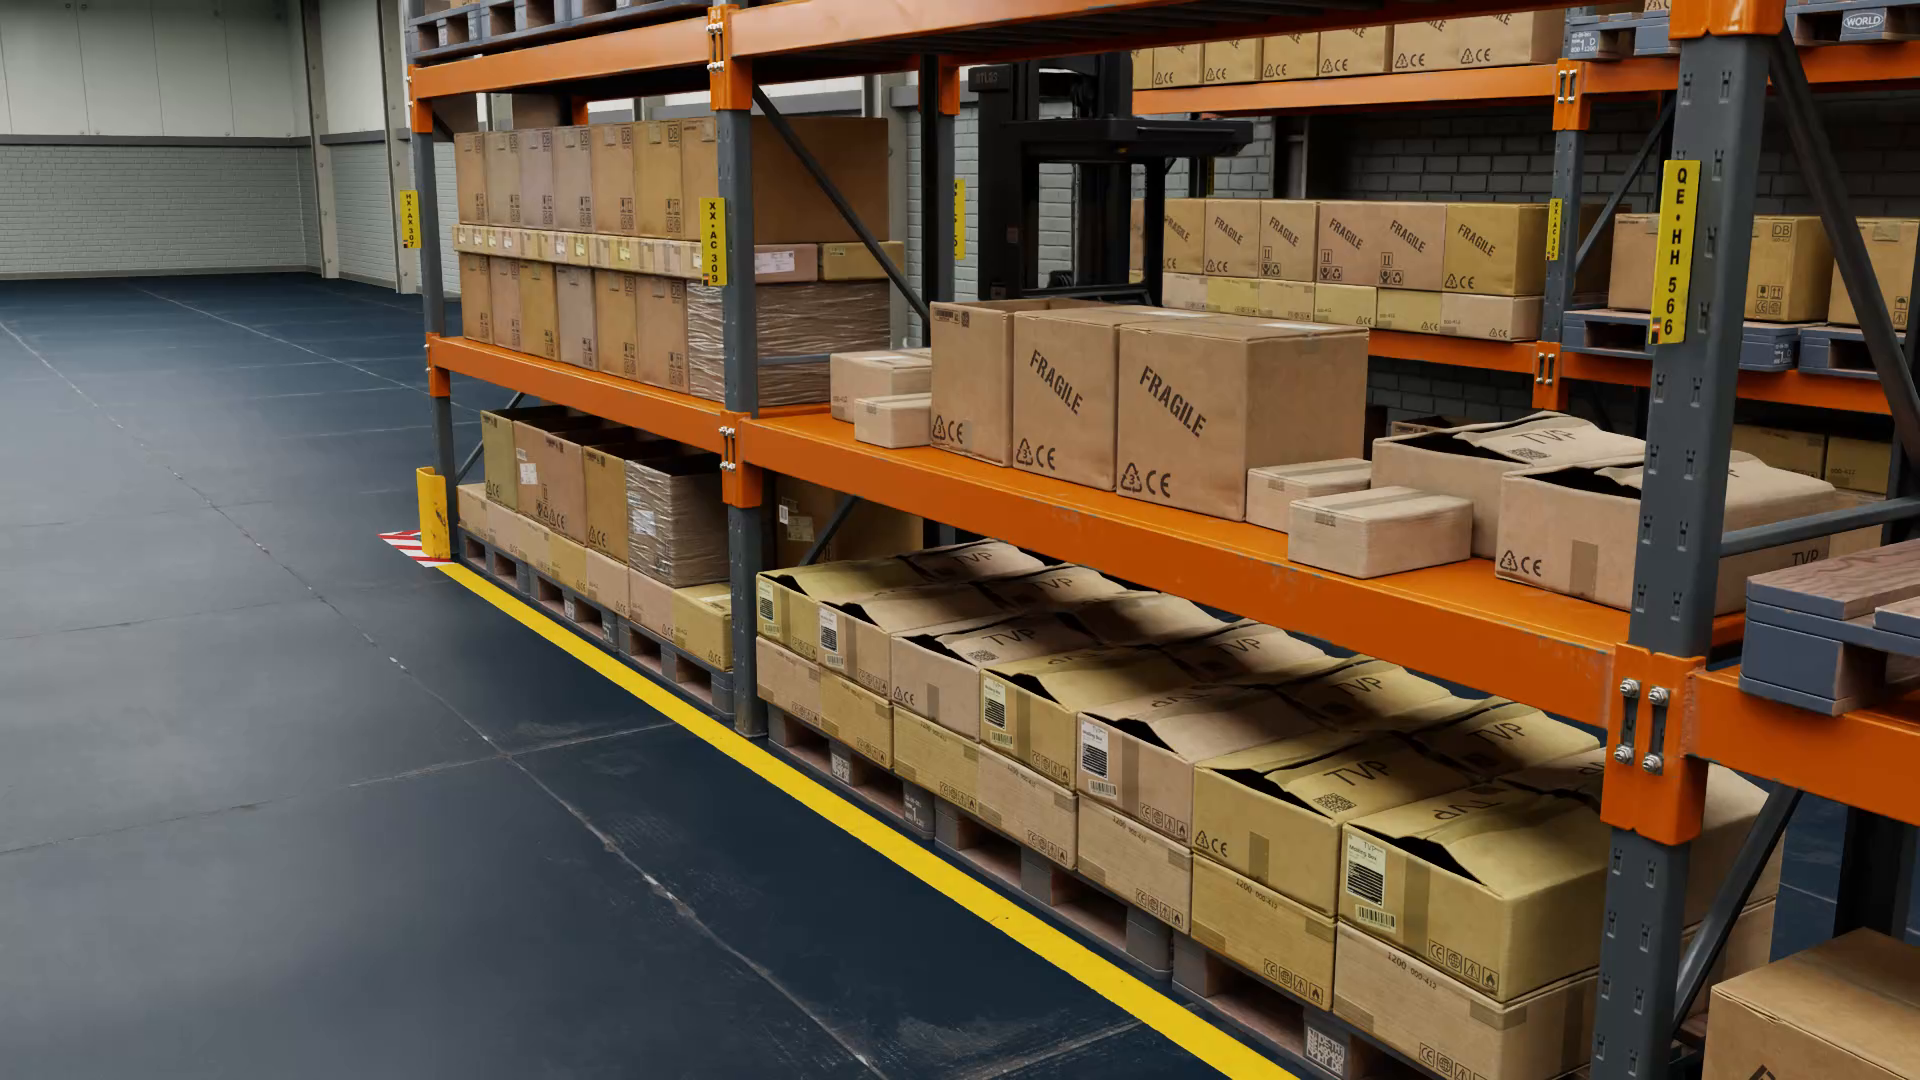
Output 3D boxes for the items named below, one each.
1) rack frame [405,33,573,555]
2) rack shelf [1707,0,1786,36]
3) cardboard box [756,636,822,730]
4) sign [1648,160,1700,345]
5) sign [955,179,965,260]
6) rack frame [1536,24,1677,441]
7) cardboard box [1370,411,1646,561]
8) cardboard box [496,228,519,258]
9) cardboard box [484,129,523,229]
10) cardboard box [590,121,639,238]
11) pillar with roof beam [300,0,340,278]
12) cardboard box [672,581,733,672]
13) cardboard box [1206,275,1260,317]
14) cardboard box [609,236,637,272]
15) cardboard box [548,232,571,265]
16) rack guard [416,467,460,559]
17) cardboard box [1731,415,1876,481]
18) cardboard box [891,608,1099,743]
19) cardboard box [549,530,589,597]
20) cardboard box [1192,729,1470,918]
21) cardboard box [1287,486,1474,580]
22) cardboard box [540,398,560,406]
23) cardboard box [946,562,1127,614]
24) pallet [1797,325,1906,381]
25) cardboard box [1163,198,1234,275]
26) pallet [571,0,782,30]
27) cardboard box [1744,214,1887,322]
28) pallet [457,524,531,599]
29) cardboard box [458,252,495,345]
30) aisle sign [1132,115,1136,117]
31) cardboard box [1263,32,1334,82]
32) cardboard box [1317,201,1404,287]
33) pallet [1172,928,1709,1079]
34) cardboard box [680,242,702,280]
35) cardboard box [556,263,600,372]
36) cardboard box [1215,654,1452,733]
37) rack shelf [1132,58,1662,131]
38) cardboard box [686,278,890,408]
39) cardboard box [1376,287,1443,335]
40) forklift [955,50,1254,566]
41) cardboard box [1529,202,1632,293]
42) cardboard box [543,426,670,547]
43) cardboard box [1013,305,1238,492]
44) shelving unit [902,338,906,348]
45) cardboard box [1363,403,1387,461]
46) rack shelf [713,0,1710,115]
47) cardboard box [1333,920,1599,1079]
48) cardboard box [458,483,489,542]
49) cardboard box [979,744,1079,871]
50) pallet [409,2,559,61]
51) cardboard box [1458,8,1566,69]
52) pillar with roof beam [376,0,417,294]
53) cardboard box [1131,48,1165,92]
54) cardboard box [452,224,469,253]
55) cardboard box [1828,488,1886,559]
[{"bbox_3d":[-2.685,-1.441,9.929,1.000,3.000,0.127,-8,15,-33],"label":"rack frame"},{"bbox_3d":[2.855,-0.776,1.552,1.077,0.370,4.000,-8,15,-33],"label":"rack shelf"},{"bbox_3d":[-0.452,0.510,6.462,0.500,0.250,0.500,-9,15,-34],"label":"cardboard box"},{"bbox_3d":[1.287,-0.517,2.996,0.100,0.325,0.005,-8,15,-33],"label":"sign"},{"bbox_3d":[-0.023,-1.322,6.862,0.100,0.325,0.005,-8,15,-33],"label":"sign"},{"bbox_3d":[3.653,-1.316,9.360,1.000,3.000,0.127,-8,15,-33],"label":"rack frame"},{"bbox_3d":[1.413,-0.156,4.264,0.500,0.311,0.500,-8,15,-33],"label":"cardboard box"},{"bbox_3d":[-2.224,-1.575,8.790,0.380,0.149,0.250,-8,15,-34],"label":"cardboard box"},{"bbox_3d":[-2.112,-1.937,8.925,0.700,0.500,0.500,-9,15,-34],"label":"cardboard box"},{"bbox_3d":[-1.278,-1.669,7.702,0.700,0.500,0.500,-8,15,-33],"label":"cardboard box"},{"bbox_3d":[-17.661,-9.762,33.939,9.100,9.000,0.400,-8,15,-33],"label":"pillar with roof beam"},{"bbox_3d":[-0.908,0.352,7.183,0.500,0.250,0.500,-8,15,-33],"label":"cardboard box"},{"bbox_3d":[2.019,-1.658,11.226,0.500,0.250,0.500,-8,15,-34],"label":"cardboard box"},{"bbox_3d":[-1.360,-1.299,7.529,0.380,0.149,0.250,-8,15,-33],"label":"cardboard box"},{"bbox_3d":[-1.796,-1.438,8.162,0.380,0.149,0.250,-8,15,-32],"label":"cardboard box"},{"bbox_3d":[-2.699,-0.224,10.215,1.175,0.500,0.348,-8,15,-33],"label":"rack guard"},{"bbox_3d":[4.321,-0.470,8.554,0.500,0.250,0.500,-8,15,-34],"label":"cardboard box"},{"bbox_3d":[0.113,0.419,5.563,0.500,0.311,0.500,-9,15,-35],"label":"cardboard box"},{"bbox_3d":[-1.744,0.086,8.400,0.500,0.250,0.500,-8,15,-33],"label":"cardboard box"},{"bbox_3d":[0.959,0.691,4.323,0.500,0.311,0.500,-8,15,-34],"label":"cardboard box"},{"bbox_3d":[1.019,-0.022,4.031,0.380,0.149,0.250,-8,15,-33],"label":"cardboard box"},{"bbox_3d":[-2.140,-0.609,9.822,0.500,0.500,0.500,-8,15,-33],"label":"cardboard box"},{"bbox_3d":[0.287,0.265,6.271,0.500,0.311,0.500,-8,14,-31],"label":"cardboard box"},{"bbox_3d":[4.738,-0.858,7.715,1.003,0.211,1.213,-8,15,-33],"label":"pallet"},{"bbox_3d":[1.716,-2.121,11.588,0.500,0.500,0.500,-8,15,-33],"label":"cardboard box"},{"bbox_3d":[-0.963,-2.300,7.044,1.003,0.211,1.213,-8,15,-33],"label":"pallet"},{"bbox_3d":[4.210,-1.385,8.411,0.700,0.500,0.500,-6,14,-27],"label":"cardboard box"},{"bbox_3d":[-2.227,0.052,9.627,1.003,0.211,1.213,-8,15,-33],"label":"pallet"},{"bbox_3d":[-2.437,-1.405,9.531,0.700,0.500,0.500,-8,15,-33],"label":"cardboard box"},{"bbox_3d":[1.147,-3.275,12.231,0.394,0.787,0.004,-8,15,-33],"label":"aisle sign"},{"bbox_3d":[2.287,-3.178,10.572,0.500,0.500,0.500,-7,14,-29],"label":"cardboard box"},{"bbox_3d":[2.582,-1.846,10.329,0.500,0.500,0.500,-9,15,-34],"label":"cardboard box"},{"bbox_3d":[1.323,1.193,4.411,1.003,0.211,1.213,-8,15,-33],"label":"pallet"},{"bbox_3d":[-0.933,-1.162,6.903,0.380,0.149,0.250,-8,15,-34],"label":"cardboard box"},{"bbox_3d":[-1.577,-1.130,8.274,0.700,0.500,0.500,-8,14,-31],"label":"cardboard box"},{"bbox_3d":[1.123,0.535,5.035,0.500,0.311,0.500,-9,15,-34],"label":"cardboard box"},{"bbox_3d":[2.545,-2.786,10.743,1.077,0.370,4.000,-8,15,-33],"label":"rack shelf"},{"bbox_3d":[-0.720,-0.856,7.022,0.700,0.500,0.500,-9,15,-34],"label":"cardboard box"},{"bbox_3d":[2.869,-1.391,10.005,0.500,0.250,0.500,-8,15,-33],"label":"cardboard box"},{"bbox_3d":[0.860,-1.205,9.009,1.130,2.935,3.031,-10,16,-38],"label":"forklift"},{"bbox_3d":[3.566,-1.727,9.789,0.500,0.500,0.500,-9,15,-34],"label":"cardboard box"},{"bbox_3d":[-1.744,-0.280,8.320,0.500,0.500,0.500,-8,15,-33],"label":"cardboard box"},{"bbox_3d":[0.512,-0.457,5.196,0.500,0.500,0.500,-8,15,-33],"label":"cardboard box"},{"bbox_3d":[-0.288,-0.650,10.524,0.258,1.200,0.503,-10,16,-38],"label":"shelving unit"},{"bbox_3d":[2.426,-0.650,11.134,0.700,0.500,0.500,-9,15,-36],"label":"cardboard box"},{"bbox_3d":[0.639,-1.488,4.805,1.077,0.370,4.000,-8,15,-33],"label":"rack shelf"},{"bbox_3d":[1.253,1.055,3.967,0.500,0.250,0.500,-8,15,-31],"label":"cardboard box"},{"bbox_3d":[-2.573,-0.181,9.621,0.500,0.250,0.500,-8,15,-33],"label":"cardboard box"},{"bbox_3d":[0.401,0.783,5.212,0.500,0.250,0.500,-8,15,-32],"label":"cardboard box"},{"bbox_3d":[-2.315,-2.734,9.029,1.003,0.211,1.213,-8,15,-33],"label":"pallet"},{"bbox_3d":[3.166,-2.901,9.306,0.500,0.500,0.500,-8,14,-31],"label":"cardboard box"},{"bbox_3d":[-14.337,-8.695,29.059,9.100,9.000,0.400,-8,15,-33],"label":"pillar with roof beam"},{"bbox_3d":[1.414,-3.463,11.872,0.500,0.500,0.500,-8,14,-31],"label":"cardboard box"},{"bbox_3d":[-2.647,-1.711,9.413,0.380,0.149,0.250,-8,15,-33],"label":"cardboard box"},{"bbox_3d":[4.652,0.000,8.160,0.700,0.500,0.500,-8,15,-32],"label":"cardboard box"}]
